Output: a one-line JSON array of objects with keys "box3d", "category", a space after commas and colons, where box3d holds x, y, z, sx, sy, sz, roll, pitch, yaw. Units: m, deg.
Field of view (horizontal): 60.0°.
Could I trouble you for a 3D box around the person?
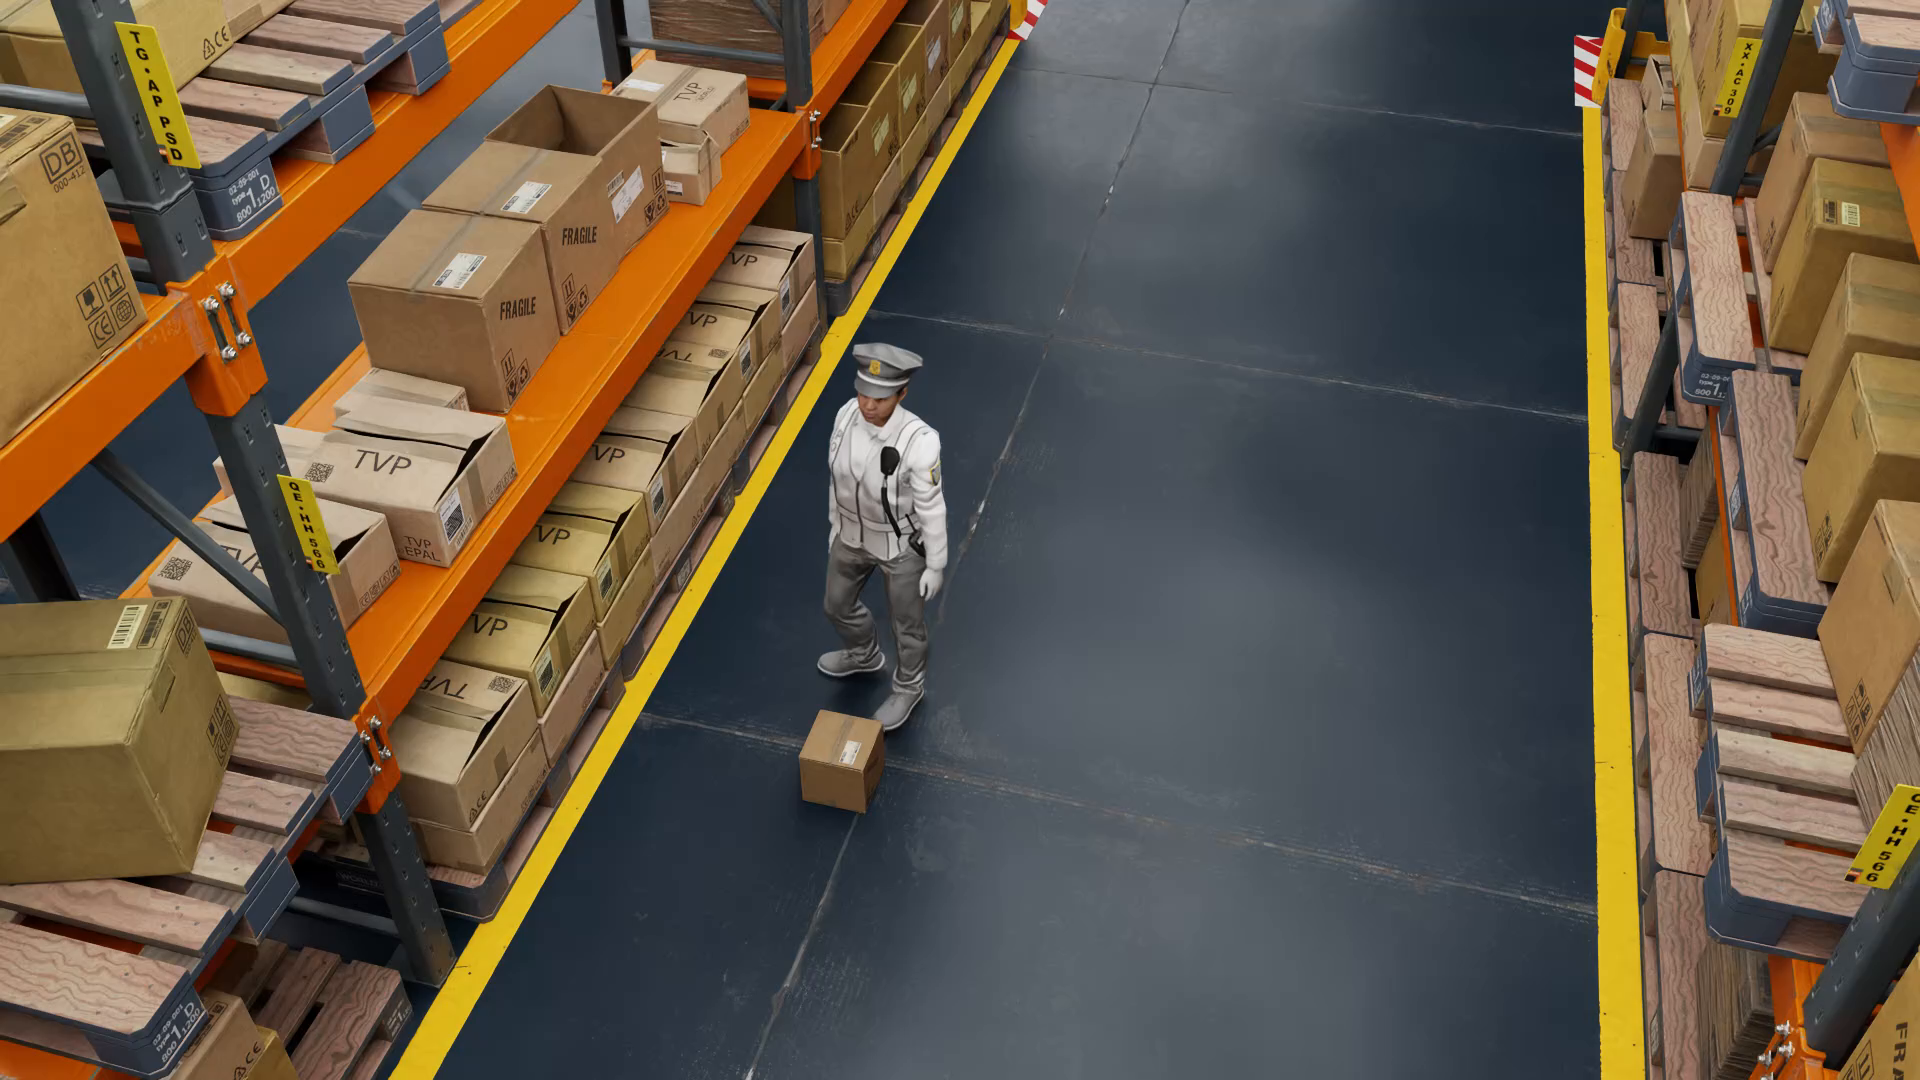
[{"box3d": [-0.315, -0.011, 6.141, 0.635, 1.698, 0.365, 23, 46, 24], "category": "person"}]
